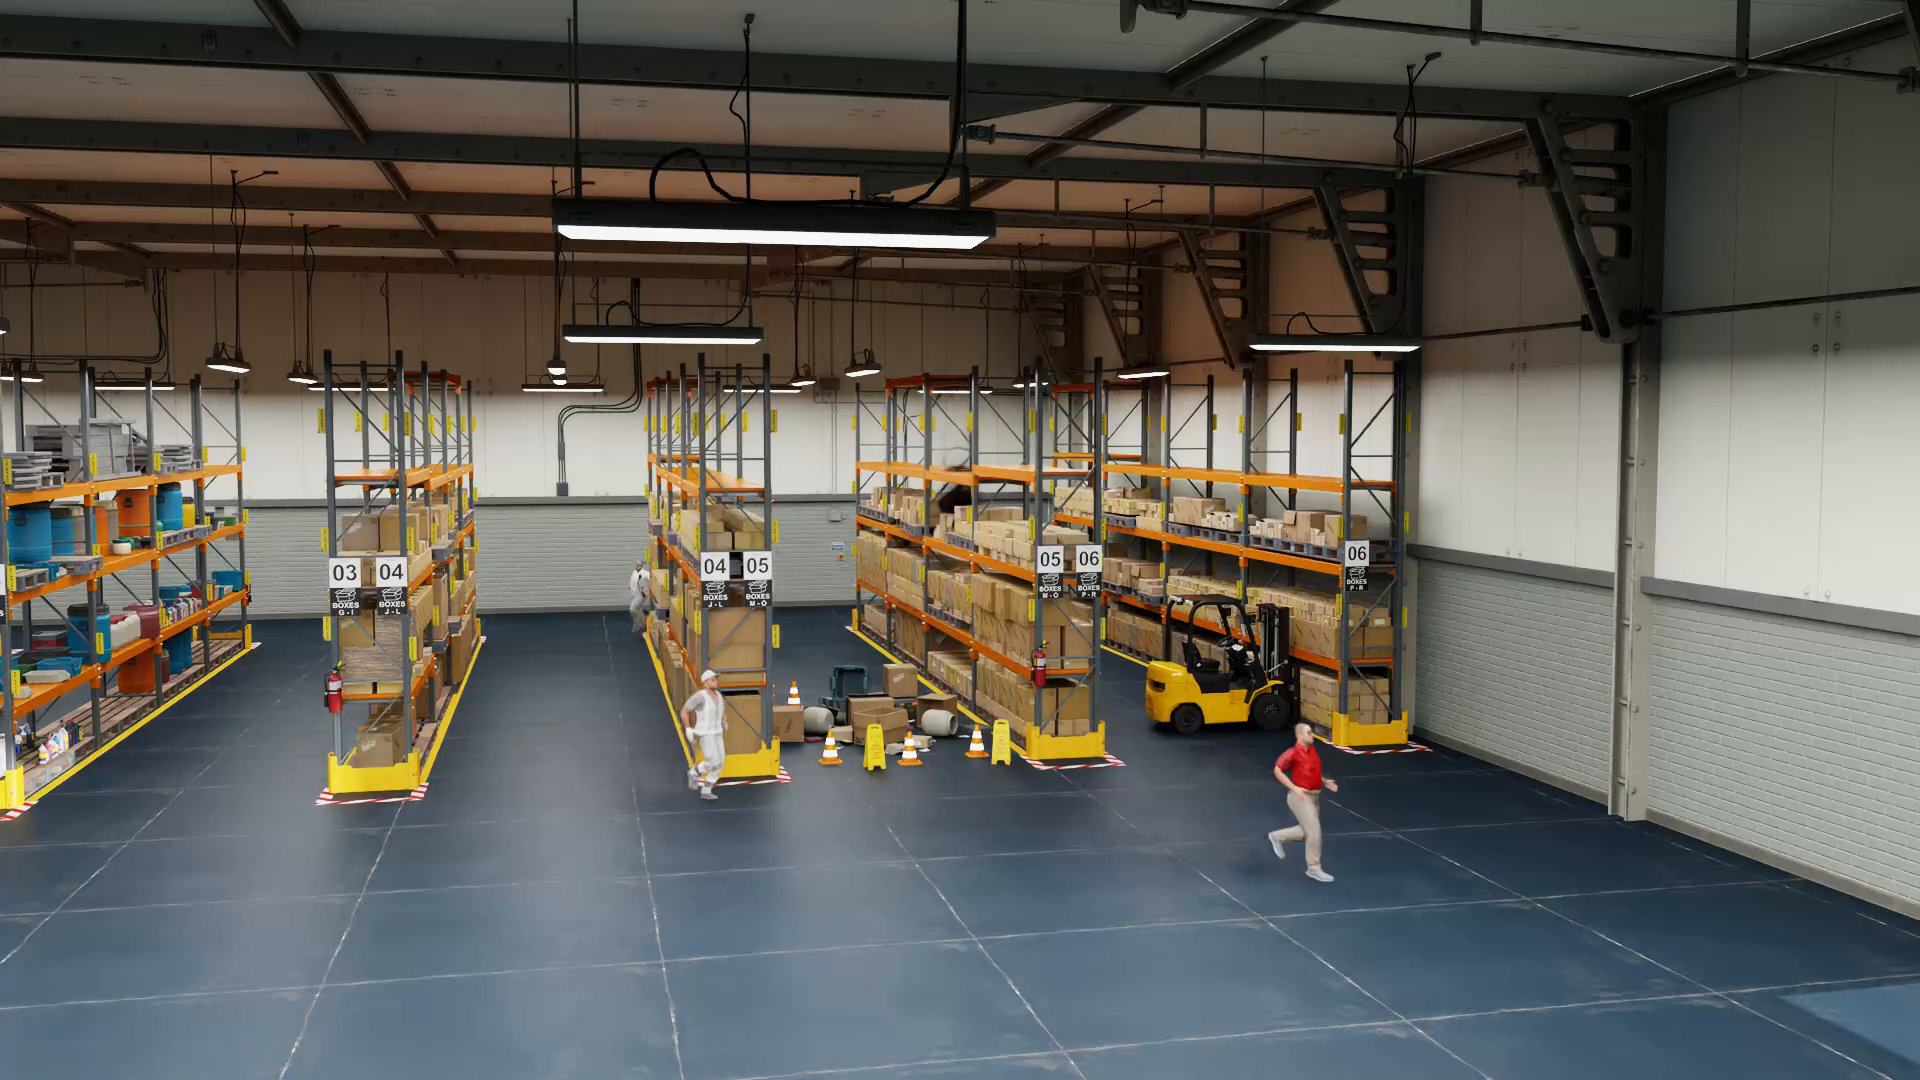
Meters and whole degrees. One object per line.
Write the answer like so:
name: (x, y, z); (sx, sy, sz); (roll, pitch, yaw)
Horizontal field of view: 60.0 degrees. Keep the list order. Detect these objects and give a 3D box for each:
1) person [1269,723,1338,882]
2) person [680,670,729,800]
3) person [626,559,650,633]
person: (3.773, 2.919, 18.445); (0.843, 1.651, 0.663); (3, 5, 37)
person: (-3.349, 2.602, 22.191); (0.564, 1.722, 0.706); (3, 5, 33)
person: (-7.695, 1.364, 40.074); (0.720, 1.843, 0.707); (4, 5, 42)
